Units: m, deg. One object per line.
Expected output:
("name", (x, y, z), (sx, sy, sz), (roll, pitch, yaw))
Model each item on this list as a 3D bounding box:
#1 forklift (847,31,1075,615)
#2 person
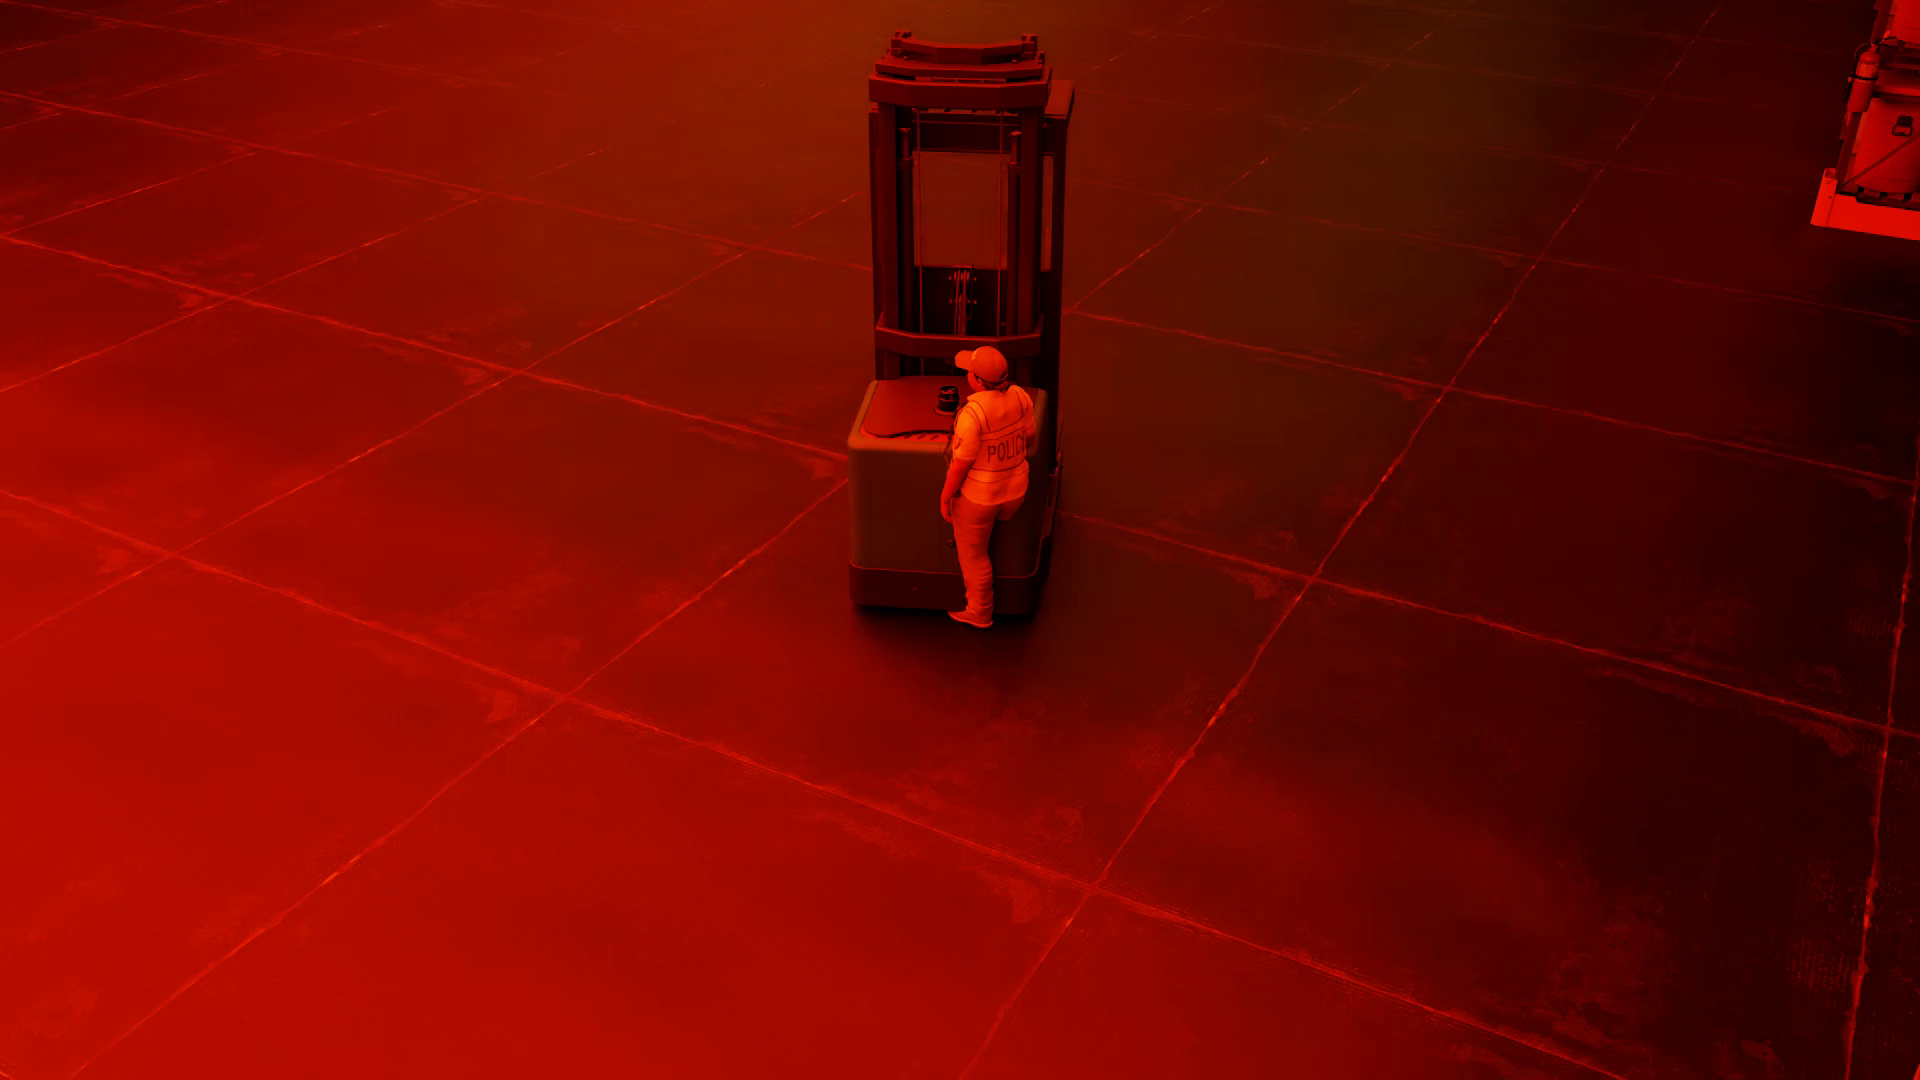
("forklift", (0.072, -1.572, 9.794), (1.130, 2.935, 3.031), (3, 30, 6))
("person", (0.105, -0.300, 8.840), (0.599, 1.669, 0.529), (-23, 37, -34))
